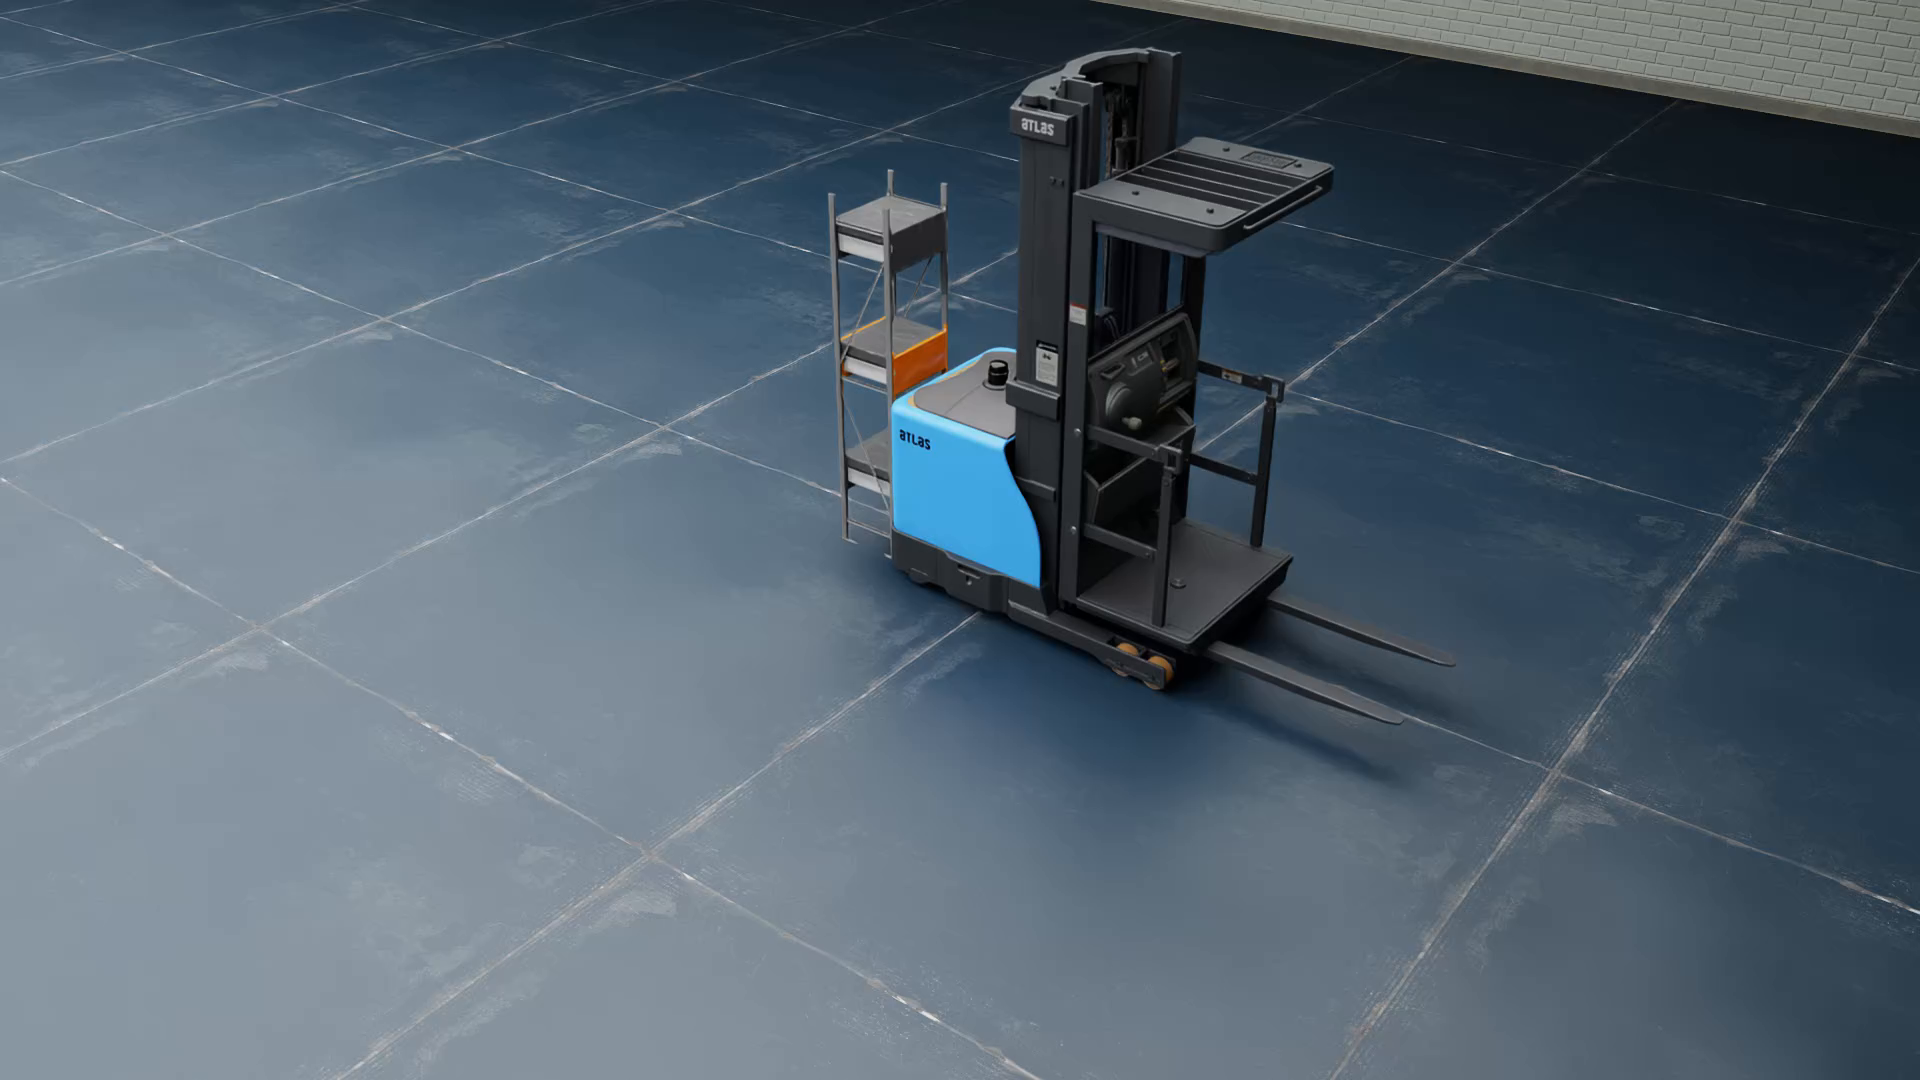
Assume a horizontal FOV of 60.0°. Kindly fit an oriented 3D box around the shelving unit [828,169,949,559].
[{"bbox_3d":[-0.377,-0.946,9.287,0.431,2.100,0.503,21,37,31],"label":"shelving unit"}]

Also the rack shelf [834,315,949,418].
[{"bbox_3d":[-0.377,-0.935,9.294,0.431,0.518,0.480,21,37,31],"label":"rack shelf"}]

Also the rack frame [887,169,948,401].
[{"bbox_3d":[-0.230,-1.045,9.455,0.400,2.100,0.015,21,37,31],"label":"rack frame"}]

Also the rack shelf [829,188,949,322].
[{"bbox_3d":[-0.377,-1.537,8.937,0.431,0.518,0.480,21,37,31],"label":"rack shelf"}]

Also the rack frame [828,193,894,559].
[{"bbox_3d":[-0.524,-0.847,9.120,0.400,2.100,0.015,21,37,31],"label":"rack frame"}]

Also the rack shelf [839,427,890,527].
[{"bbox_3d":[-0.377,-0.332,9.651,0.431,0.518,0.480,21,37,31],"label":"rack shelf"}]

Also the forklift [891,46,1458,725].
[{"bbox_3d":[1.087,-0.806,8.236,3.031,2.935,1.130,22,37,32],"label":"forklift"}]
